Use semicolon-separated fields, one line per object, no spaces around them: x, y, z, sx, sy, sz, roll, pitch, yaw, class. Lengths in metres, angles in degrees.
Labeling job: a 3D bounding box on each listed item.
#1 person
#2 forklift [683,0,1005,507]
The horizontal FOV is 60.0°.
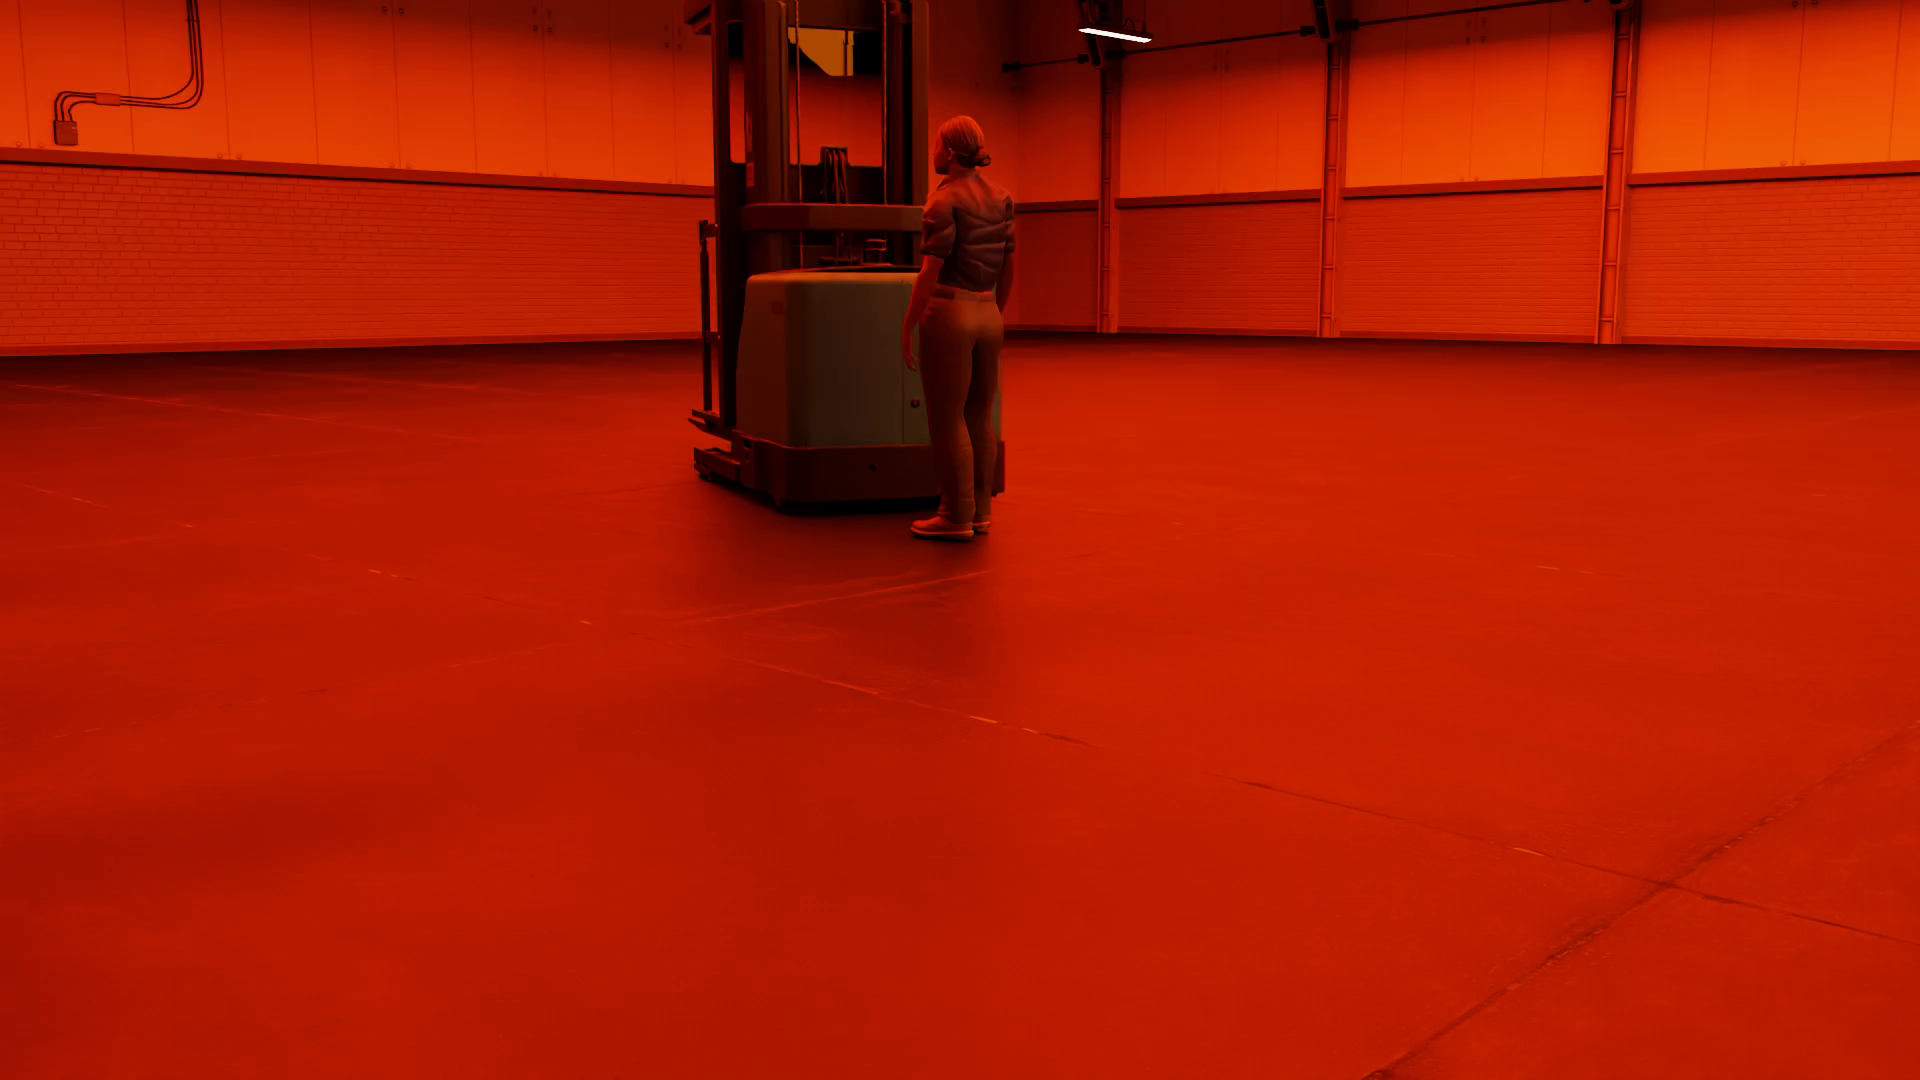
-0.049;-0.837;6.668;0.504;1.655;0.569;8;12;43;person
-0.793;-1.777;8.672;1.130;2.935;3.031;-3;9;-21;forklift
